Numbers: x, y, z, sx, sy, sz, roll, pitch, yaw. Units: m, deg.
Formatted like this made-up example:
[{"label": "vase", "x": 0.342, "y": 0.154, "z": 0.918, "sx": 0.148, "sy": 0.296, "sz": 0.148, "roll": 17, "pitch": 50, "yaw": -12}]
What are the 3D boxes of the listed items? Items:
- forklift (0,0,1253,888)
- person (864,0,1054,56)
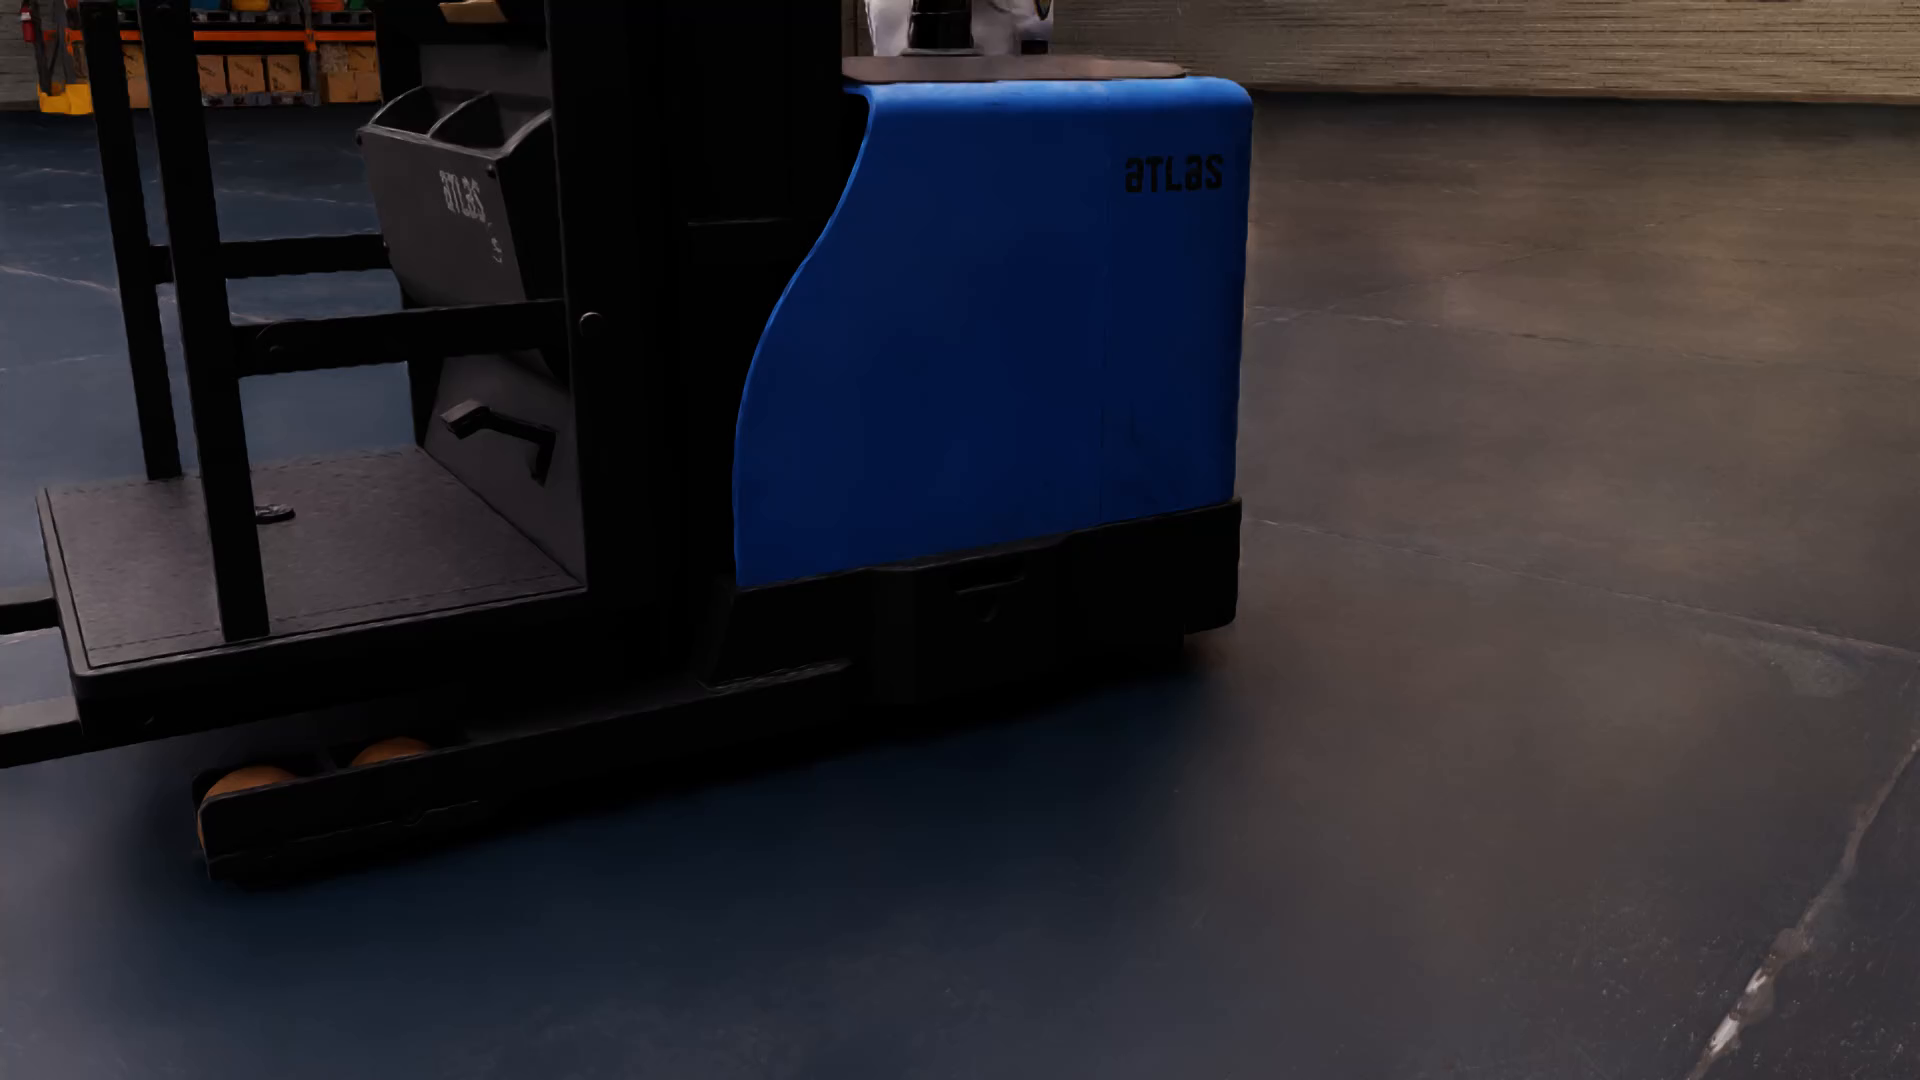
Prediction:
[{"label": "forklift", "x": -0.997, "y": -1.090, "z": 2.486, "sx": 3.031, "sy": 2.935, "sz": 1.130, "roll": -10, "pitch": 19, "yaw": -29}, {"label": "person", "x": -0.018, "y": -0.803, "z": 3.686, "sx": 0.446, "sy": 1.692, "sz": 0.339, "roll": 13, "pitch": 21, "yaw": 37}]
